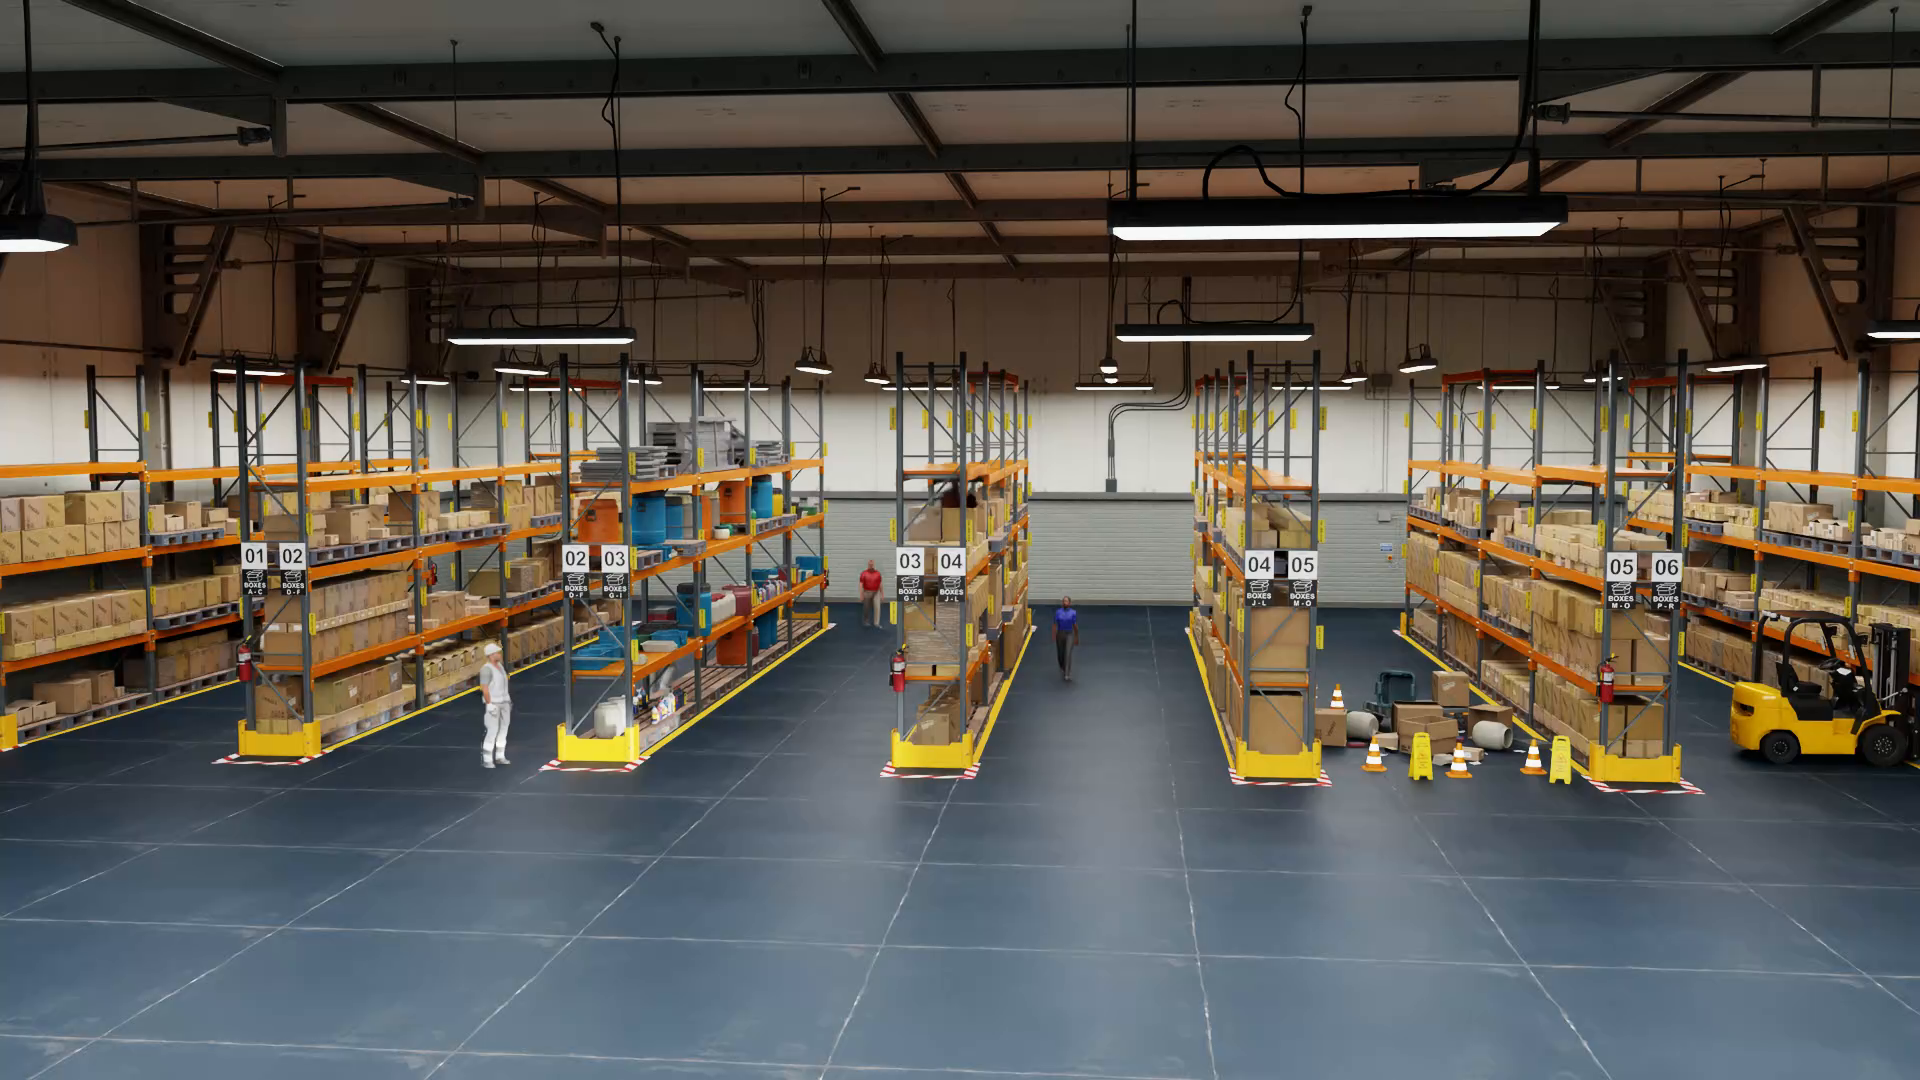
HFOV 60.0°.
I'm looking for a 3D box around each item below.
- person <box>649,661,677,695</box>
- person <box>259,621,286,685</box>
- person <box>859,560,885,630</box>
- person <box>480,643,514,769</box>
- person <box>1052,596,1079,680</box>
[{"bbox_3d":[-5.396,2.030,29.936,0.481,1.675,0.477,1,4,18],"label":"person"},{"bbox_3d":[-11.765,2.131,28.567,0.441,1.659,0.612,0,4,3],"label":"person"},{"bbox_3d":[-2.113,1.322,40.130,0.648,1.679,1.028,-1,4,-13],"label":"person"},{"bbox_3d":[-6.737,2.408,24.257,0.439,1.820,0.597,3,5,32],"label":"person"},{"bbox_3d":[2.059,1.937,32.437,0.498,1.516,0.960,1,4,10],"label":"person"}]
